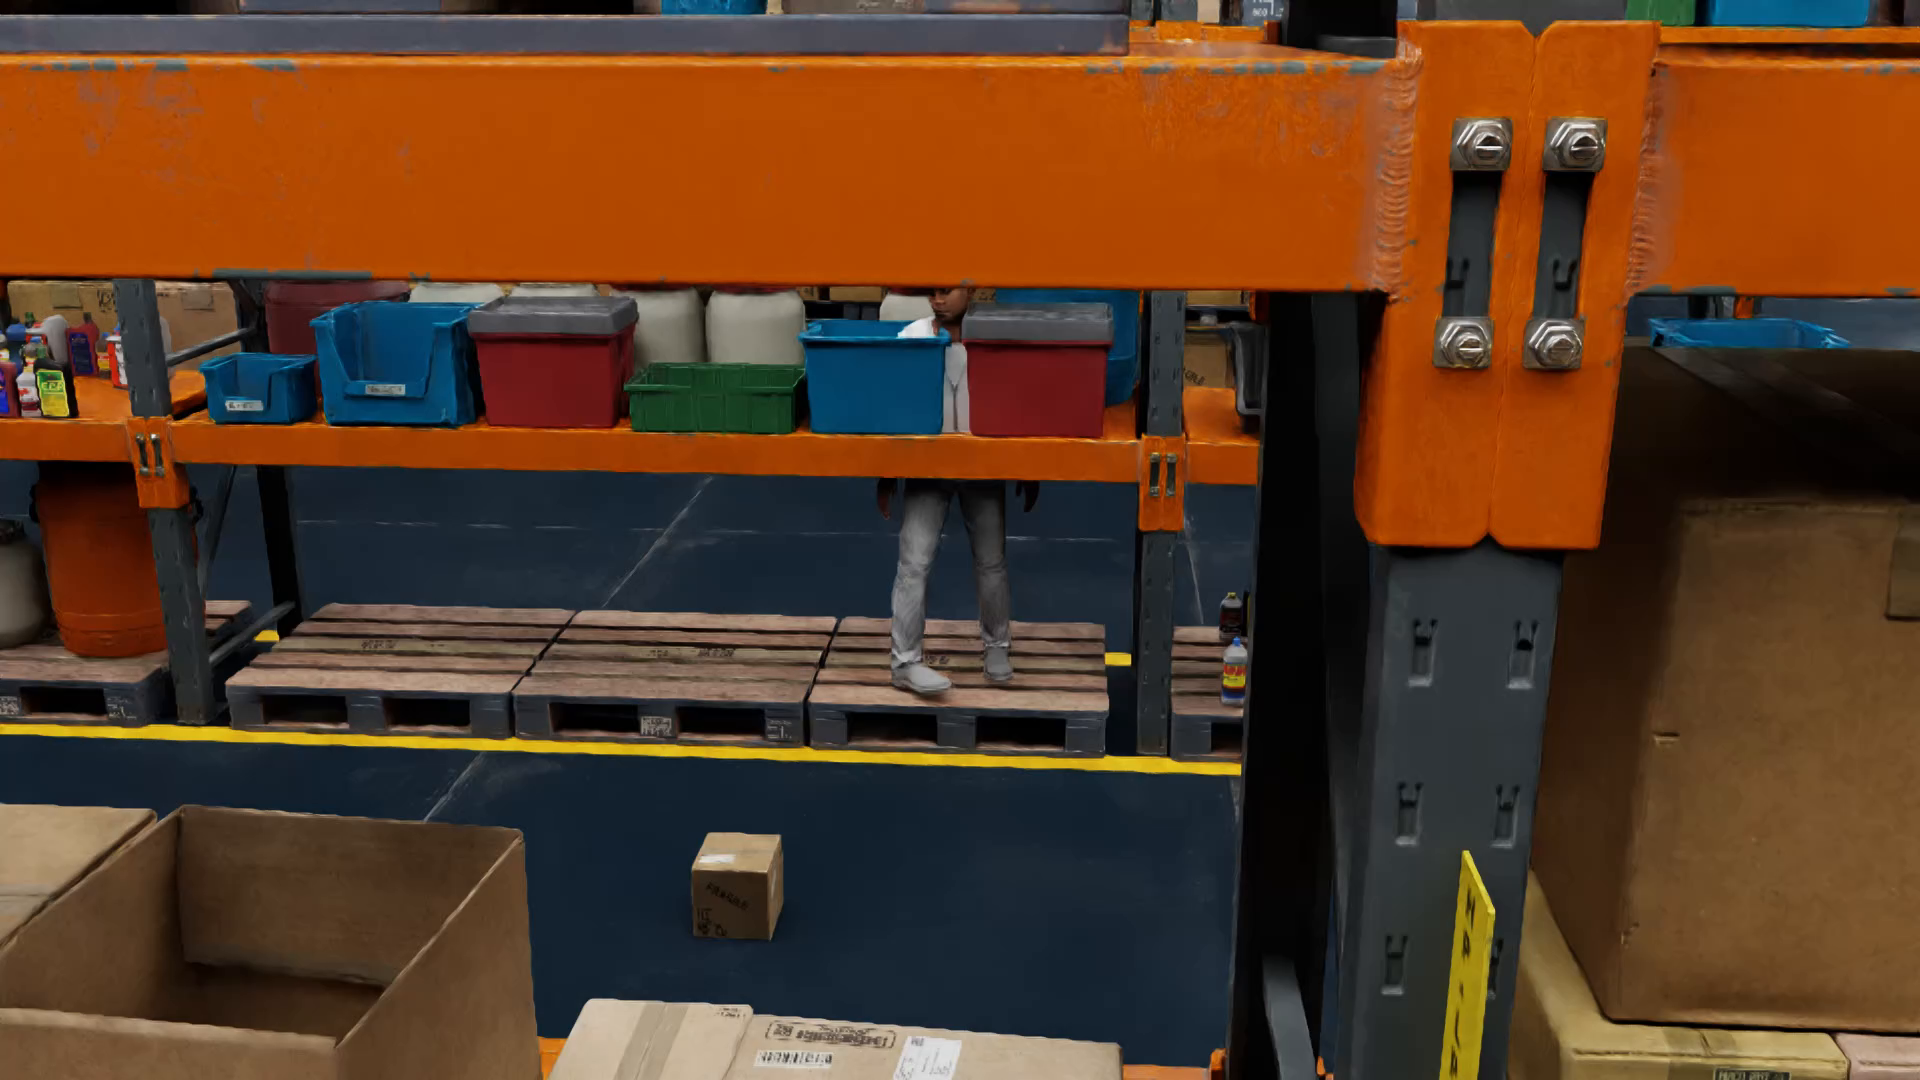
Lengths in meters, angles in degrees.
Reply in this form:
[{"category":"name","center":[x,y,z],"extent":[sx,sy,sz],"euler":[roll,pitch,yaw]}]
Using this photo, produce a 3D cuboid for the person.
[{"category":"person","center":[-0.005,-0.270,6.621],"extent":[0.651,1.764,0.497],"euler":[0,17,-1]}]
